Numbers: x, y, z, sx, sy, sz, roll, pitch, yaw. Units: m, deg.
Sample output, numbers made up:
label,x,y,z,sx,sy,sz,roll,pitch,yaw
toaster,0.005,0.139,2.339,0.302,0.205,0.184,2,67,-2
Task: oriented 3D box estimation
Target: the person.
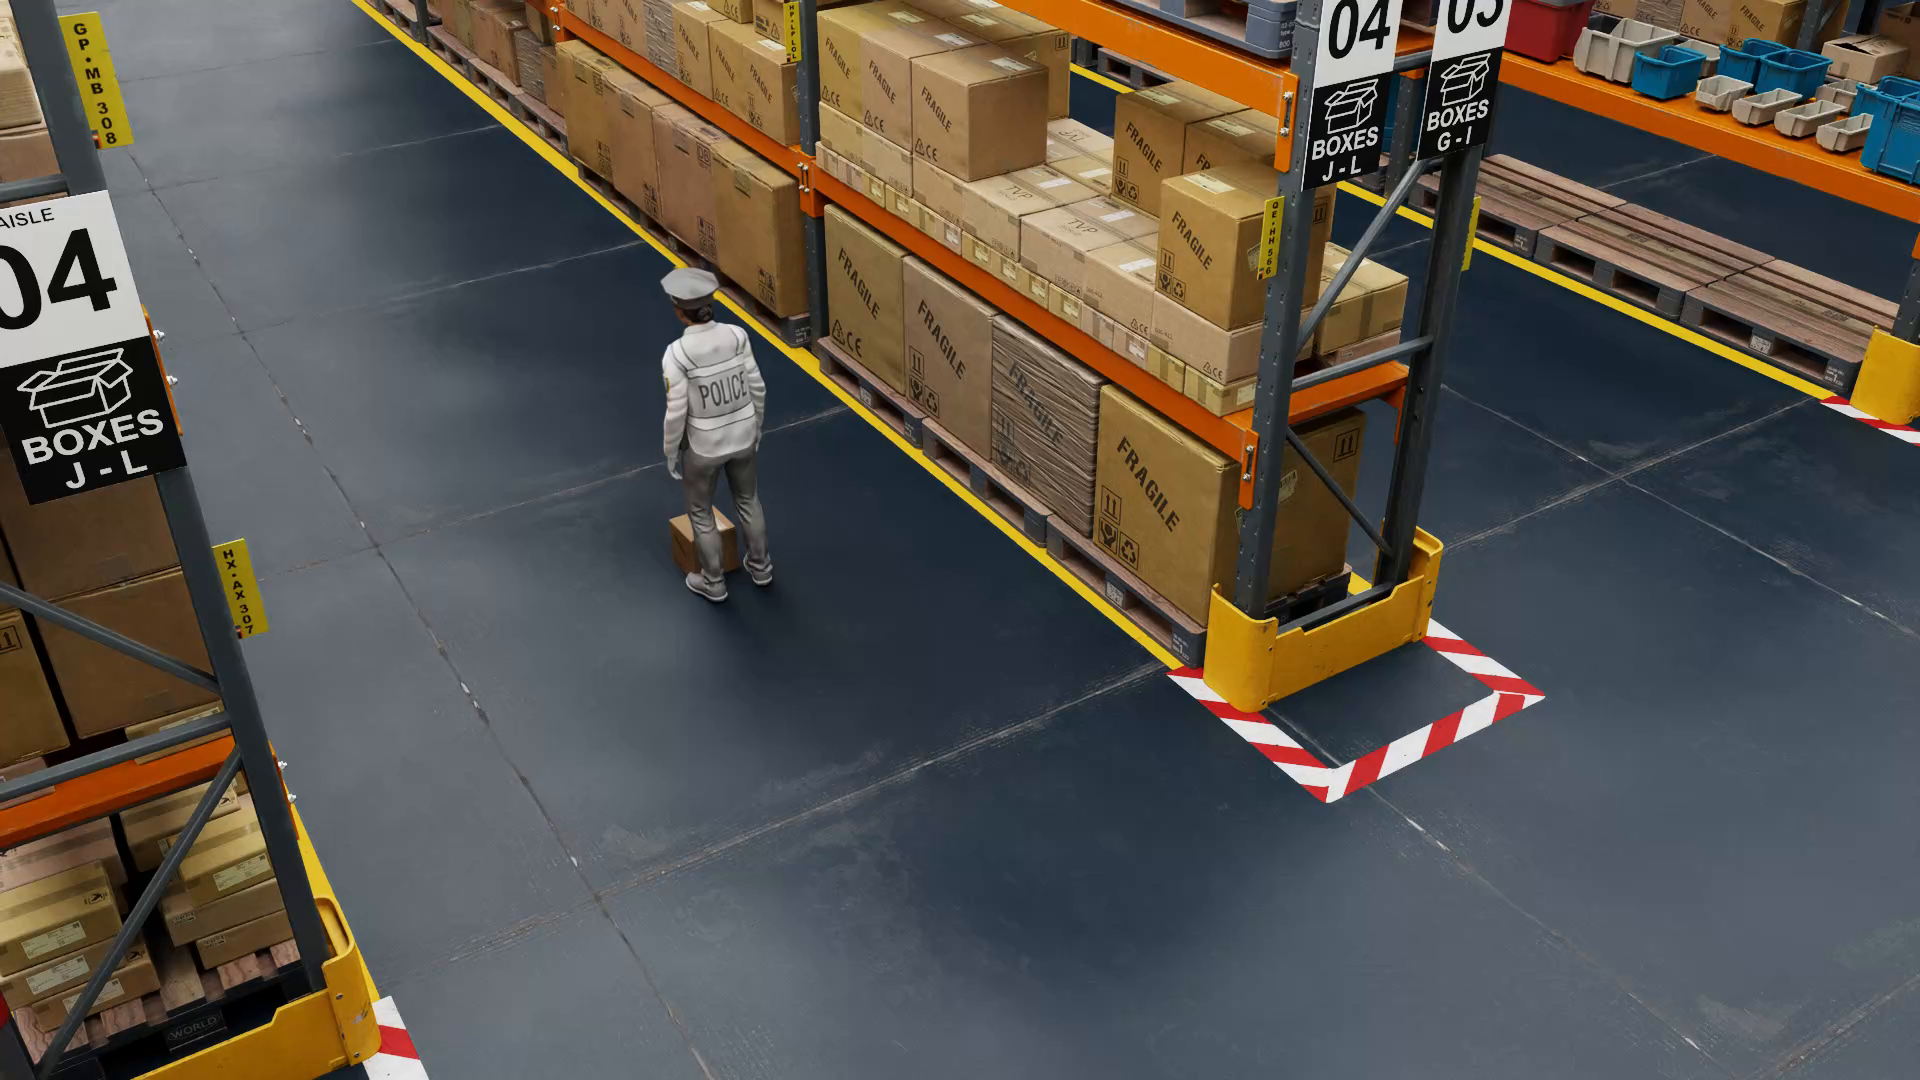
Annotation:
label,x,y,z,sx,sy,sz,roll,pitch,yaw
person,-1.157,-0.464,7.856,0.534,1.662,0.374,-21,38,-29
